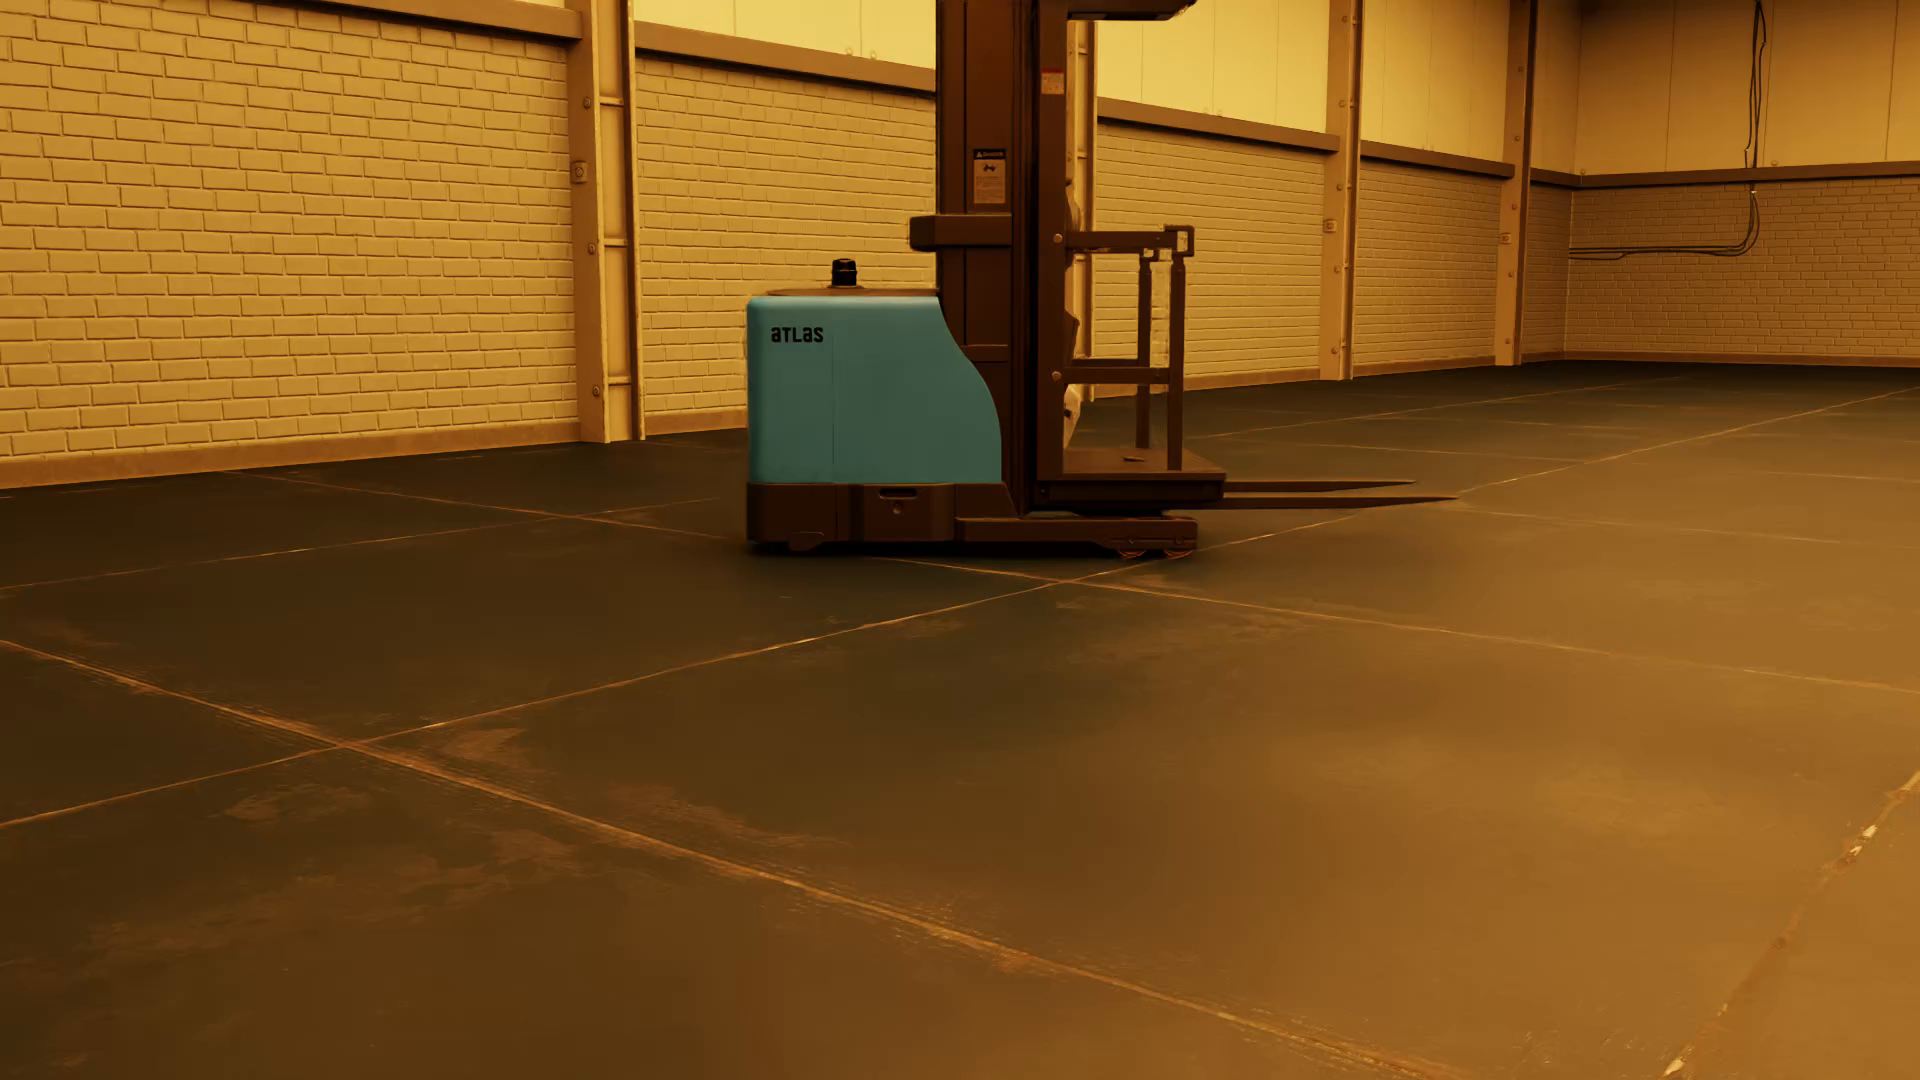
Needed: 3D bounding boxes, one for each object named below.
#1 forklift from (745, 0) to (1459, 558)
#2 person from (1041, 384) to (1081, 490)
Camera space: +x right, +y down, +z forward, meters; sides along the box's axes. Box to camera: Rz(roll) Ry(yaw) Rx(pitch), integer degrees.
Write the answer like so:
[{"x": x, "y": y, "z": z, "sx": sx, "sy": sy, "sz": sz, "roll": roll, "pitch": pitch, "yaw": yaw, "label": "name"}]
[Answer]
[{"x": 0.611, "y": -1.453, "z": 7.213, "sx": 3.031, "sy": 2.935, "sz": 1.130, "roll": 0, "pitch": 8, "yaw": -1, "label": "forklift"}, {"x": 0.363, "y": -0.928, "z": 8.708, "sx": 0.807, "sy": 1.458, "sz": 0.912, "roll": -4, "pitch": 9, "yaw": -25, "label": "person"}]
